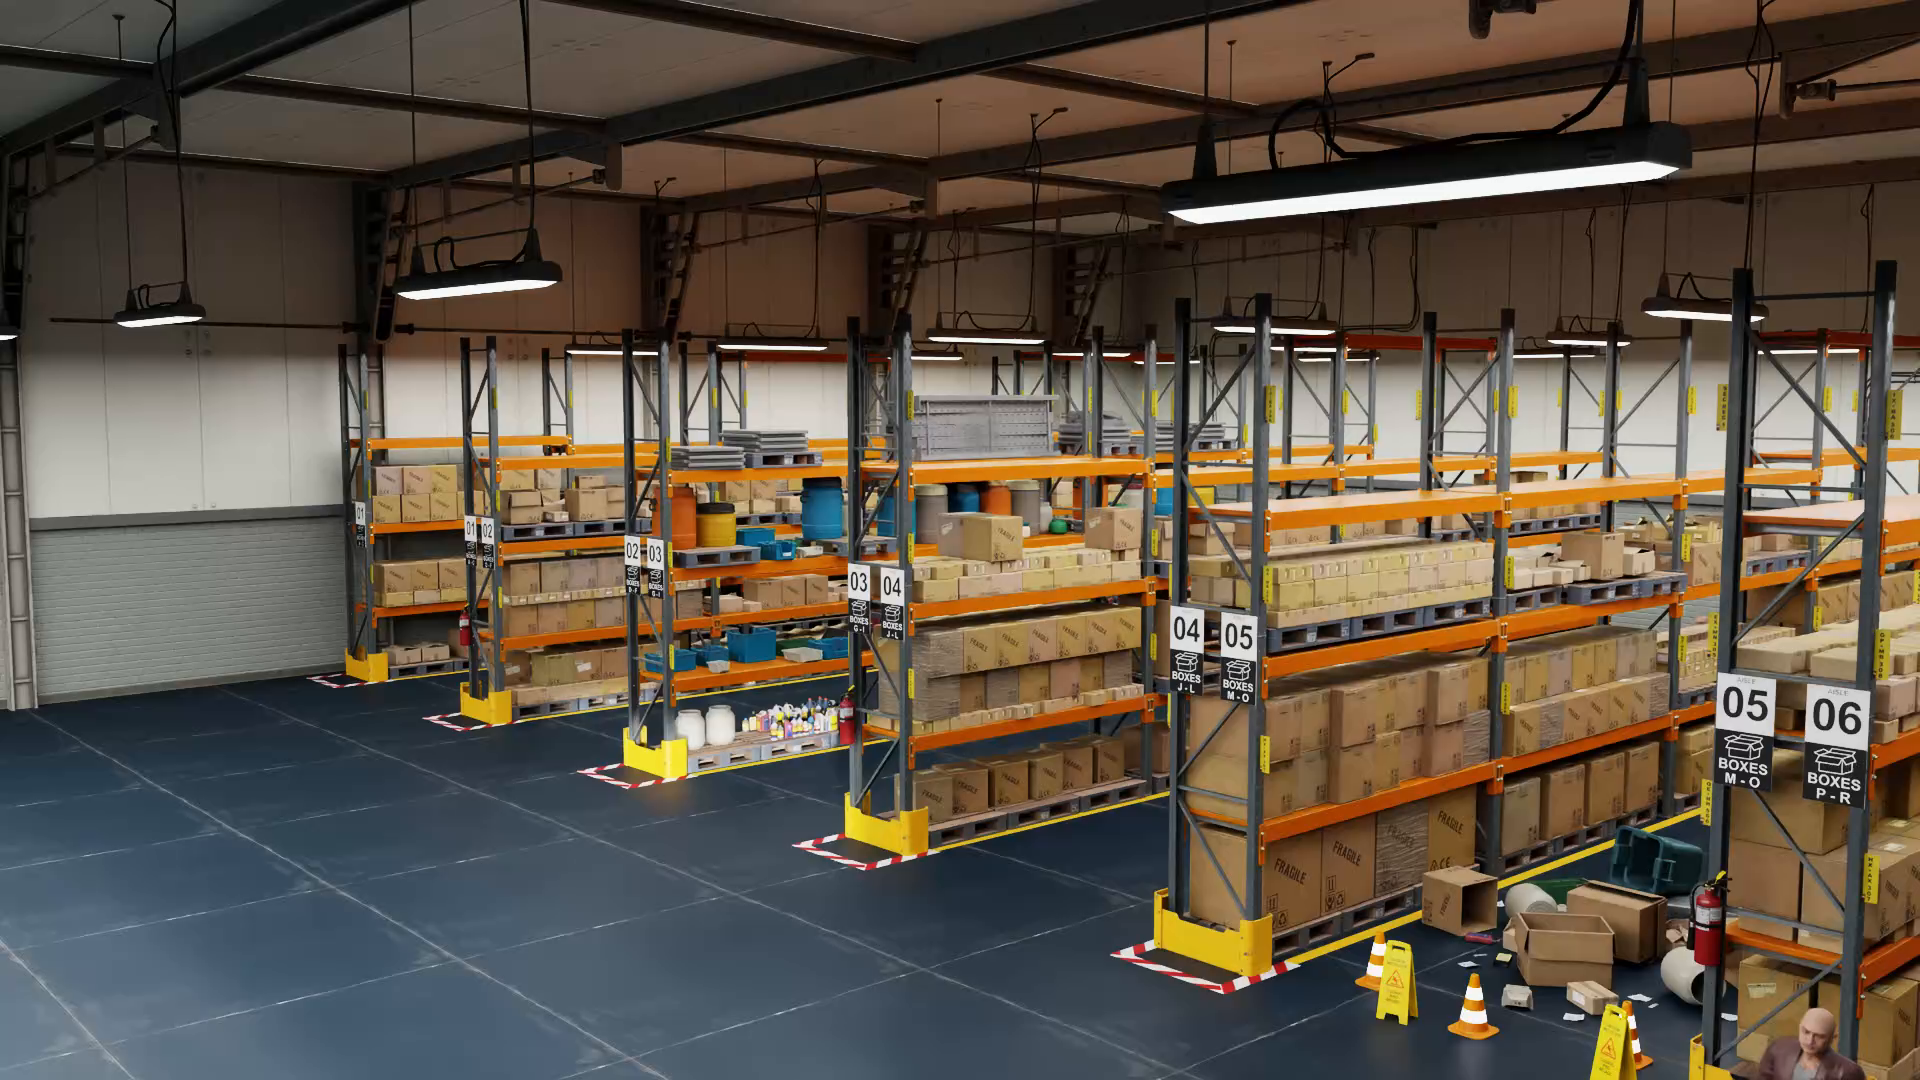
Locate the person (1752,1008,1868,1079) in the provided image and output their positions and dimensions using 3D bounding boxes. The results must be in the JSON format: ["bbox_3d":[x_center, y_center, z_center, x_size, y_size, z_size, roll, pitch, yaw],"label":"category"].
[{"bbox_3d":[4.869,3.451,9.558,0.741,1.718,0.821,-5,7,-45],"label":"person"}]

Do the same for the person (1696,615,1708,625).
[{"bbox_3d":[11.719,2.010,25.967,0.890,1.728,0.711,-5,7,-42],"label":"person"}]
